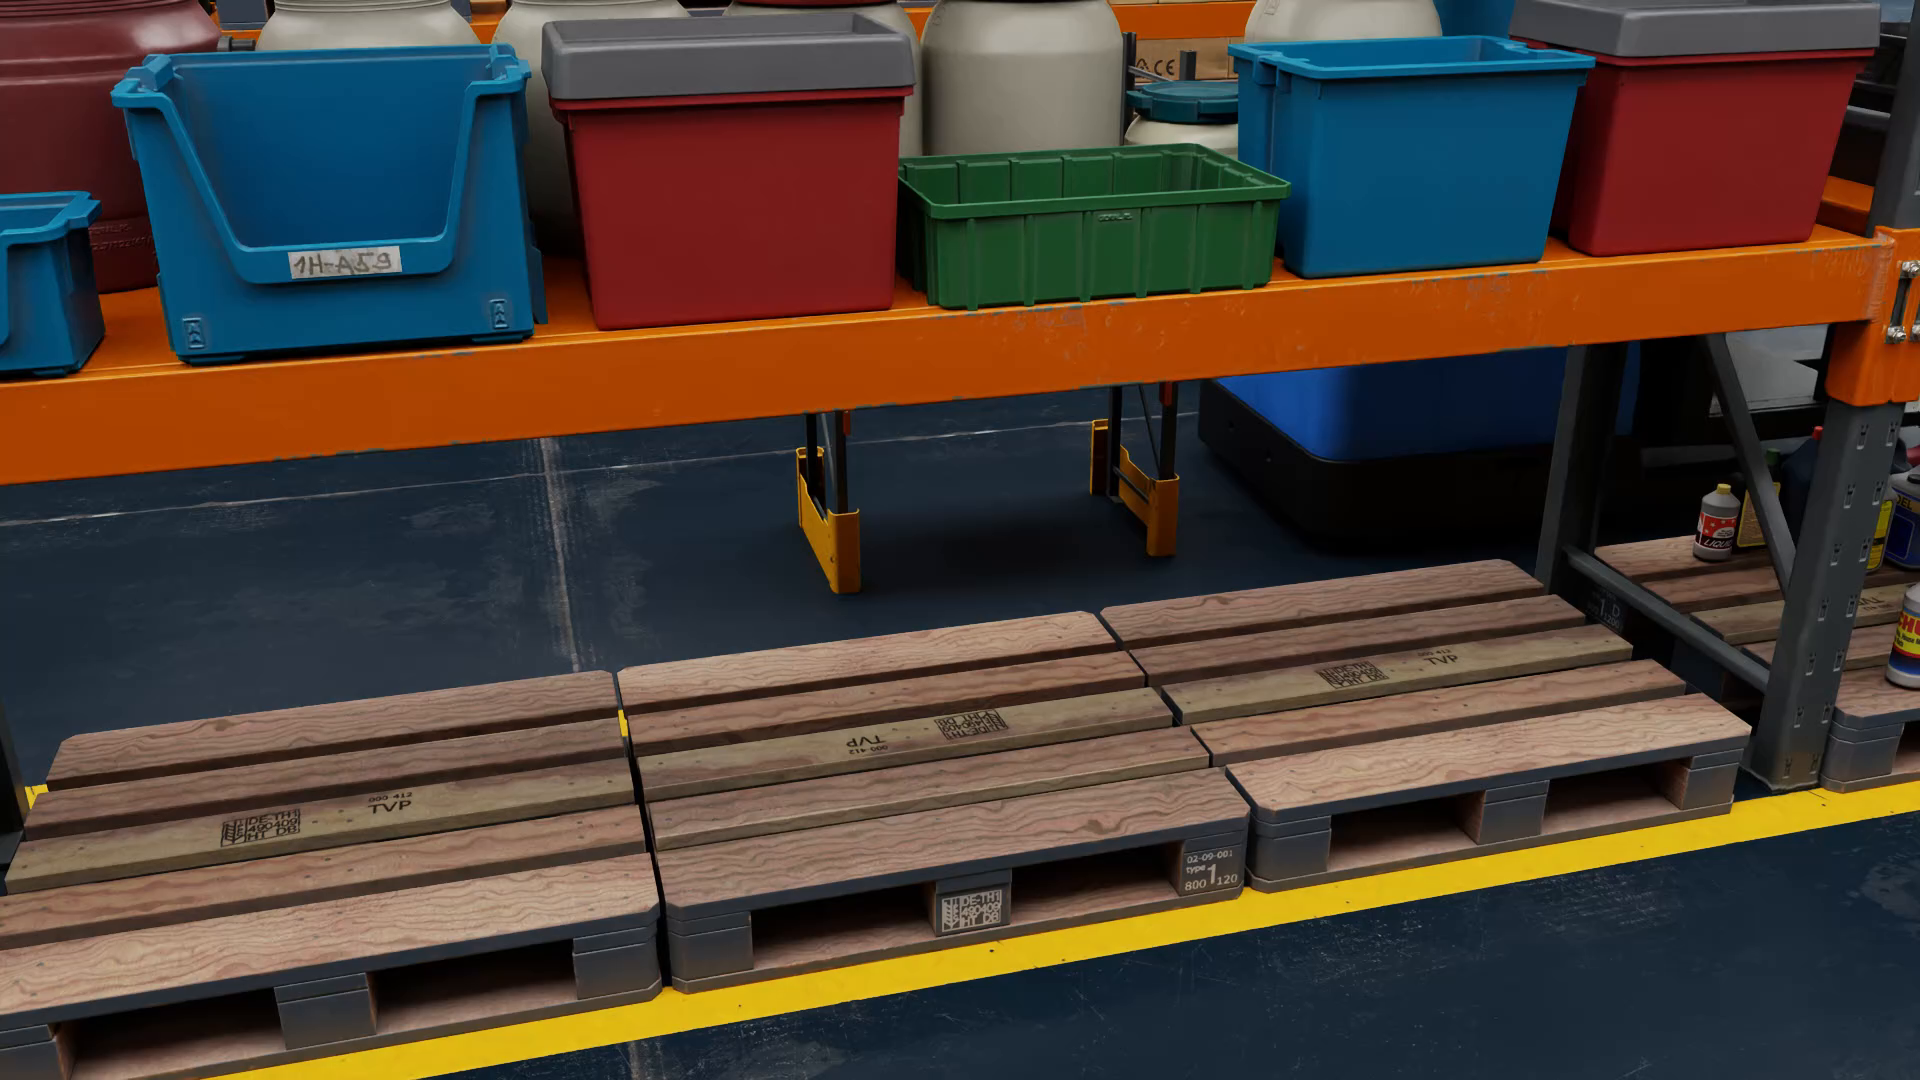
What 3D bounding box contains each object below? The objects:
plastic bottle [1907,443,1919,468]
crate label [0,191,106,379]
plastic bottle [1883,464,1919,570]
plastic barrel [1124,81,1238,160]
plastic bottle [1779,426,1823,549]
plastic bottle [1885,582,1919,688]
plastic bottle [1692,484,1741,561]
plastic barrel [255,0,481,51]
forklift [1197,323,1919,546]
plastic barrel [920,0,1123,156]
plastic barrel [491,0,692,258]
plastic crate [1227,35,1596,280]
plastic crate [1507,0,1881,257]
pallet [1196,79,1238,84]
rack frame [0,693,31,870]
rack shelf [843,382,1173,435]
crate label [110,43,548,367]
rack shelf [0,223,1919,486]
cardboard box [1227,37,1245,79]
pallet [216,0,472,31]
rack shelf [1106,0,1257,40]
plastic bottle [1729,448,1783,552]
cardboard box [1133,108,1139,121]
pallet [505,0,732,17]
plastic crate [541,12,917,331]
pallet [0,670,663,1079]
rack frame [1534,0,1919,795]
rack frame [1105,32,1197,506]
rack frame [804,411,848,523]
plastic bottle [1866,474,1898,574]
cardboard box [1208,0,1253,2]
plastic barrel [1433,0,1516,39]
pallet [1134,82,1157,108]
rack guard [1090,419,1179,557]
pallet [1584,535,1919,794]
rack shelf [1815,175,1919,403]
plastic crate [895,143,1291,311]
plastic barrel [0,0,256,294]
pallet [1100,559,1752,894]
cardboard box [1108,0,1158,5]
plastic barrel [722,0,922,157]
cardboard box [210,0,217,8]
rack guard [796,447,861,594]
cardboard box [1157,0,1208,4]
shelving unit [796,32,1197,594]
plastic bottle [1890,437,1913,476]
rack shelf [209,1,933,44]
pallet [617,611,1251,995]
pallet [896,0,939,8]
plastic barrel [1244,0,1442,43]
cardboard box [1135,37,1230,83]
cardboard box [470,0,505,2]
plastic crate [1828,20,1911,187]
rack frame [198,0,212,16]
[{"bbox_3d":[2.687,-0.167,4.722,0.133,0.283,0.061,-5,24,-11],"label":"plastic bottle"},{"bbox_3d":[-1.530,-0.381,2.546,0.416,0.233,0.303,-6,24,-14],"label":"crate label"},{"bbox_3d":[2.606,-0.077,4.521,0.135,0.276,0.152,-6,24,-14],"label":"plastic bottle"},{"bbox_3d":[0.499,-0.835,3.568,0.301,0.262,0.301,0,23,0],"label":"plastic barrel"},{"bbox_3d":[2.357,-0.144,4.584,0.185,0.351,0.144,-7,24,-16],"label":"plastic bottle"},{"bbox_3d":[2.240,0.203,3.876,0.097,0.271,0.097,0,23,0],"label":"plastic bottle"},{"bbox_3d":[2.080,-0.055,4.564,0.097,0.201,0.097,0,23,0],"label":"plastic bottle"},{"bbox_3d":[-1.104,-0.797,3.162,0.421,0.512,0.421,0,23,0],"label":"plastic barrel"},{"bbox_3d":[2.421,-1.631,5.334,3.031,2.935,1.130,-6,24,-13],"label":"forklift"},{"bbox_3d":[0.128,-0.947,3.481,0.433,0.535,0.433,0,23,0],"label":"plastic barrel"},{"bbox_3d":[-0.698,-0.842,3.267,0.421,0.512,0.421,0,23,0],"label":"plastic barrel"},{"bbox_3d":[0.837,-0.738,3.187,0.575,0.384,0.392,-6,24,-14],"label":"plastic crate"},{"bbox_3d":[1.431,-0.843,3.330,0.583,0.464,0.402,-6,24,-14],"label":"plastic crate"},{"bbox_3d":[2.337,-3.785,13.804,1.213,0.211,1.003,-6,24,-14],"label":"pallet"},{"bbox_3d":[-2.037,-0.555,2.740,0.127,3.000,1.000,-6,24,-14],"label":"rack frame"},{"bbox_3d":[0.082,-0.533,5.046,1.000,0.185,0.538,-6,24,-14],"label":"rack shelf"},{"bbox_3d":[-1.007,-0.575,2.740,0.616,0.435,0.502,-6,24,-14],"label":"crate label"},{"bbox_3d":[-0.111,-0.438,3.378,4.000,0.370,1.077,-6,24,-14],"label":"rack shelf"},{"bbox_3d":[2.450,-4.301,13.632,0.875,0.875,0.875,-6,24,-14],"label":"cardboard box"},{"bbox_3d":[-2.717,-2.464,7.432,1.003,0.211,1.213,-6,24,-14],"label":"pallet"},{"bbox_3d":[2.402,-2.744,8.754,4.000,0.370,1.077,-6,24,-14],"label":"rack shelf"},{"bbox_3d":[2.189,-0.112,4.593,0.133,0.283,0.061,-5,24,-12],"label":"plastic bottle"},{"bbox_3d":[0.873,-1.933,8.590,0.500,0.500,0.500,-7,24,-16],"label":"cardboard box"},{"bbox_3d":[-1.480,-2.574,7.688,1.213,0.211,1.003,-6,24,-14],"label":"pallet"},{"bbox_3d":[-0.398,-0.641,2.858,0.583,0.464,0.402,-6,24,-14],"label":"plastic crate"},{"bbox_3d":[-1.280,0.658,3.448,1.213,0.211,1.003,-6,24,-14],"label":"pallet"},{"bbox_3d":[1.815,-0.981,3.733,0.127,3.000,1.000,-6,24,-14],"label":"rack frame"},{"bbox_3d":[0.572,-0.752,5.102,0.032,1.500,0.500,-6,24,-14],"label":"rack frame"},{"bbox_3d":[-0.407,-0.644,4.849,0.032,1.500,0.500,-6,24,-14],"label":"rack frame"},{"bbox_3d":[2.396,-0.090,4.456,0.185,0.351,0.144,-6,24,-14],"label":"plastic bottle"},{"bbox_3d":[1.242,-2.714,8.089,0.250,0.149,0.380,-6,24,-14],"label":"cardboard box"},{"bbox_3d":[1.361,-1.286,3.806,0.708,0.901,0.600,-6,24,-14],"label":"plastic barrel"},{"bbox_3d":[1.164,-3.657,13.505,1.213,0.211,1.003,-6,24,-14],"label":"pallet"},{"bbox_3d":[0.553,-0.176,5.343,0.087,0.250,0.587,-6,24,-14],"label":"rack guard"},{"bbox_3d":[2.473,0.244,4.413,1.213,0.211,1.003,-6,24,-14],"label":"pallet"},{"bbox_3d":[3.740,-0.864,4.371,4.000,0.370,1.077,-6,24,-14],"label":"rack shelf"},{"bbox_3d":[0.214,-0.591,3.093,0.662,0.188,0.450,-6,24,-14],"label":"plastic crate"},{"bbox_3d":[-1.672,-0.782,3.097,0.708,0.536,0.600,-6,24,-14],"label":"plastic barrel"},{"bbox_3d":[1.069,0.398,4.054,1.213,0.211,1.003,-6,24,-14],"label":"pallet"},{"bbox_3d":[0.765,-2.655,7.952,0.250,0.149,0.380,-6,24,-14],"label":"cardboard box"},{"bbox_3d":[-0.289,-0.901,3.373,0.433,0.535,0.433,0,23,0],"label":"plastic barrel"},{"bbox_3d":[-5.205,-3.546,11.397,0.500,0.250,0.500,-7,24,-16],"label":"cardboard box"},{"bbox_3d":[-0.406,-0.070,5.096,0.087,0.250,0.587,-6,24,-14],"label":"rack guard"},{"bbox_3d":[1.009,-2.677,8.003,0.250,0.149,0.380,-6,24,-14],"label":"cardboard box"},{"bbox_3d":[0.073,-0.697,4.973,1.083,1.500,0.587,-6,24,-14],"label":"shelving unit"},{"bbox_3d":[2.542,-0.165,4.631,0.185,0.351,0.144,-8,24,-17],"label":"plastic bottle"},{"bbox_3d":[-1.449,-2.318,7.761,4.000,0.370,1.077,-6,24,-14],"label":"rack shelf"},{"bbox_3d":[-0.108,0.530,3.748,1.213,0.211,1.003,-6,24,-14],"label":"pallet"},{"bbox_3d":[-0.298,-2.747,8.092,1.213,0.211,1.003,-6,24,-14],"label":"pallet"},{"bbox_3d":[0.834,-1.025,3.663,0.433,0.535,0.433,0,23,0],"label":"plastic barrel"},{"bbox_3d":[1.604,-4.206,13.411,0.875,0.875,0.875,-7,24,-15],"label":"cardboard box"},{"bbox_3d":[-3.166,-3.614,12.189,0.750,0.750,1.050,-6,24,-14],"label":"cardboard box"},{"bbox_3d":[2.353,-0.960,3.763,0.504,0.338,0.767,-6,24,-14],"label":"plastic crate"},{"bbox_3d":[-3.375,-2.436,7.123,0.127,3.000,1.000,-6,24,-14],"label":"rack frame"}]
